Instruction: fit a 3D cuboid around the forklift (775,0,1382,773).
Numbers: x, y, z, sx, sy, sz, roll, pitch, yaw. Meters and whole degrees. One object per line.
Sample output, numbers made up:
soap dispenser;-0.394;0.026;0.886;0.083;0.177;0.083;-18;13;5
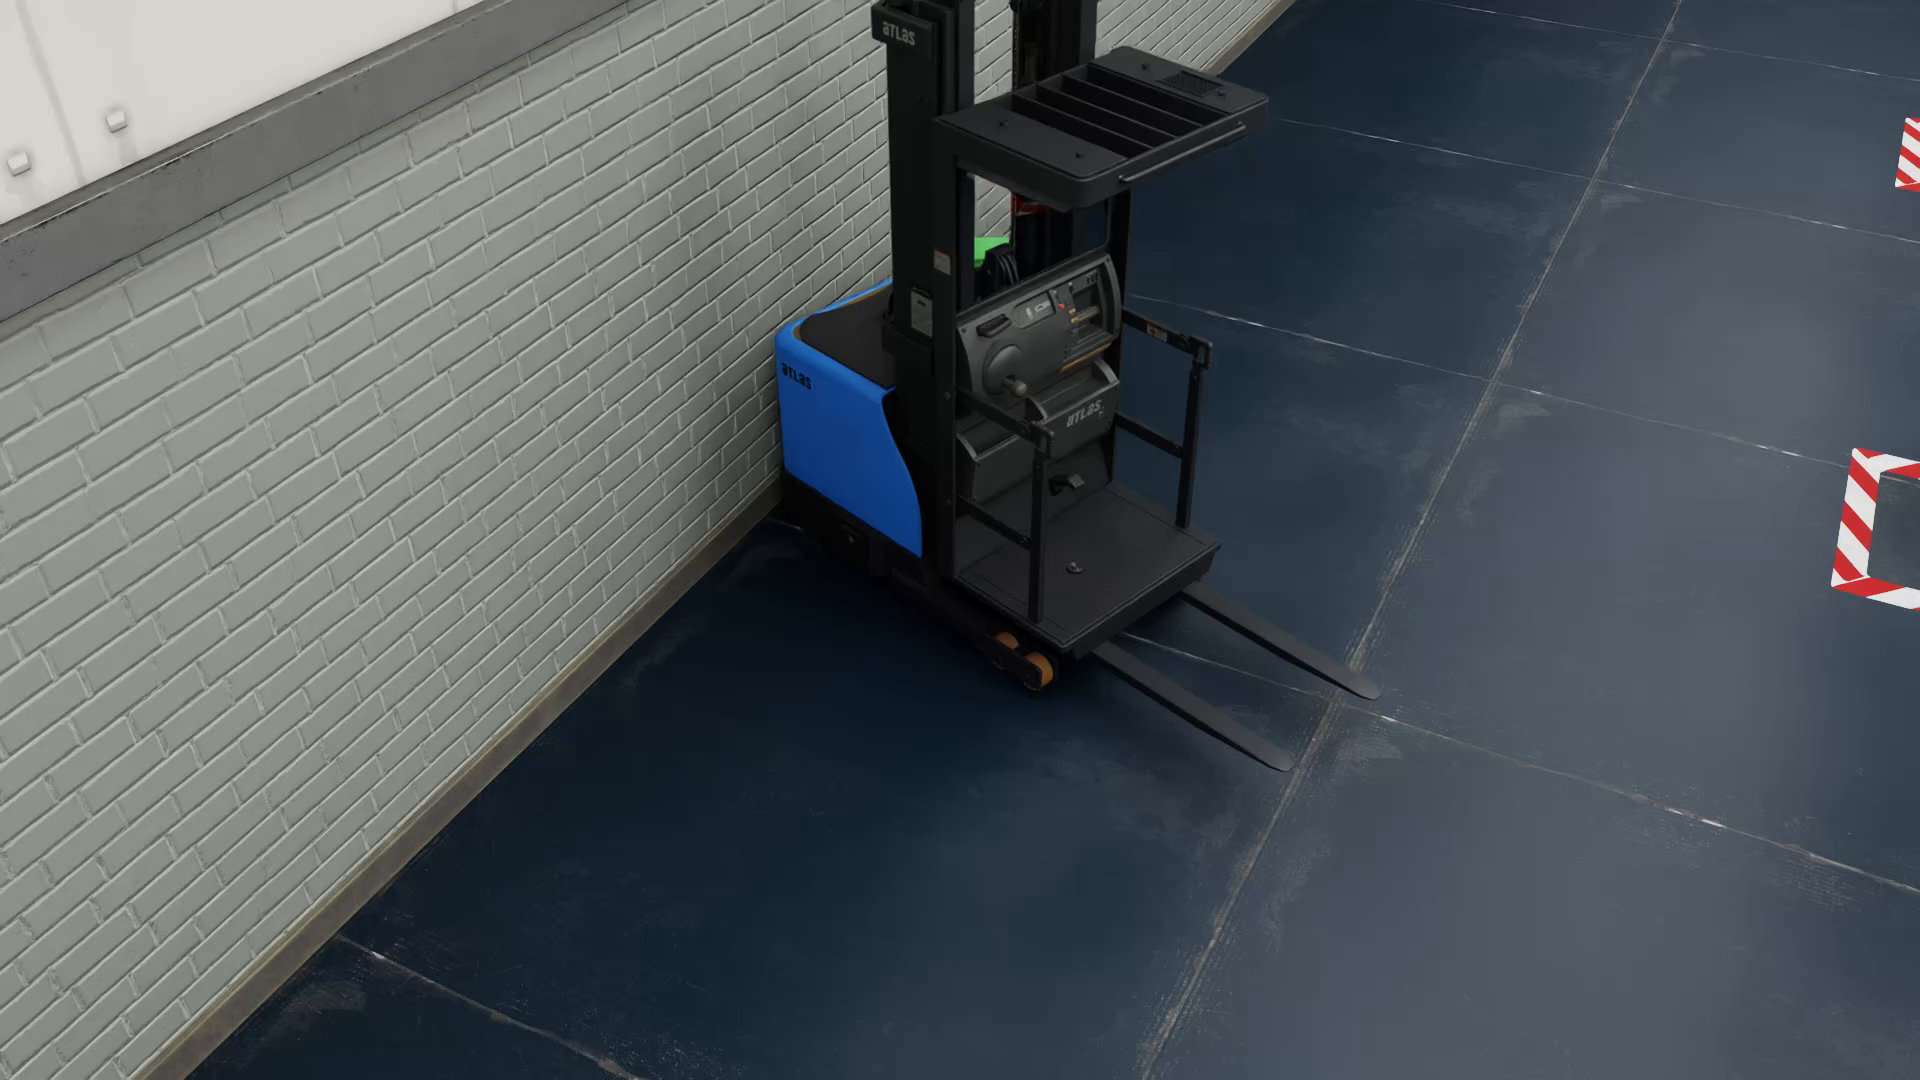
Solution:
forklift;0.498;-0.856;6.973;1.130;2.935;3.031;-30;47;-34

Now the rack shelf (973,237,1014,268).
rack shelf;0.092;-1.433;8.476;0.480;0.148;0.258;0;37;0

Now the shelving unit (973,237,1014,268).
shelving unit;0.092;-1.101;8.728;0.503;1.200;0.258;0;37;0
